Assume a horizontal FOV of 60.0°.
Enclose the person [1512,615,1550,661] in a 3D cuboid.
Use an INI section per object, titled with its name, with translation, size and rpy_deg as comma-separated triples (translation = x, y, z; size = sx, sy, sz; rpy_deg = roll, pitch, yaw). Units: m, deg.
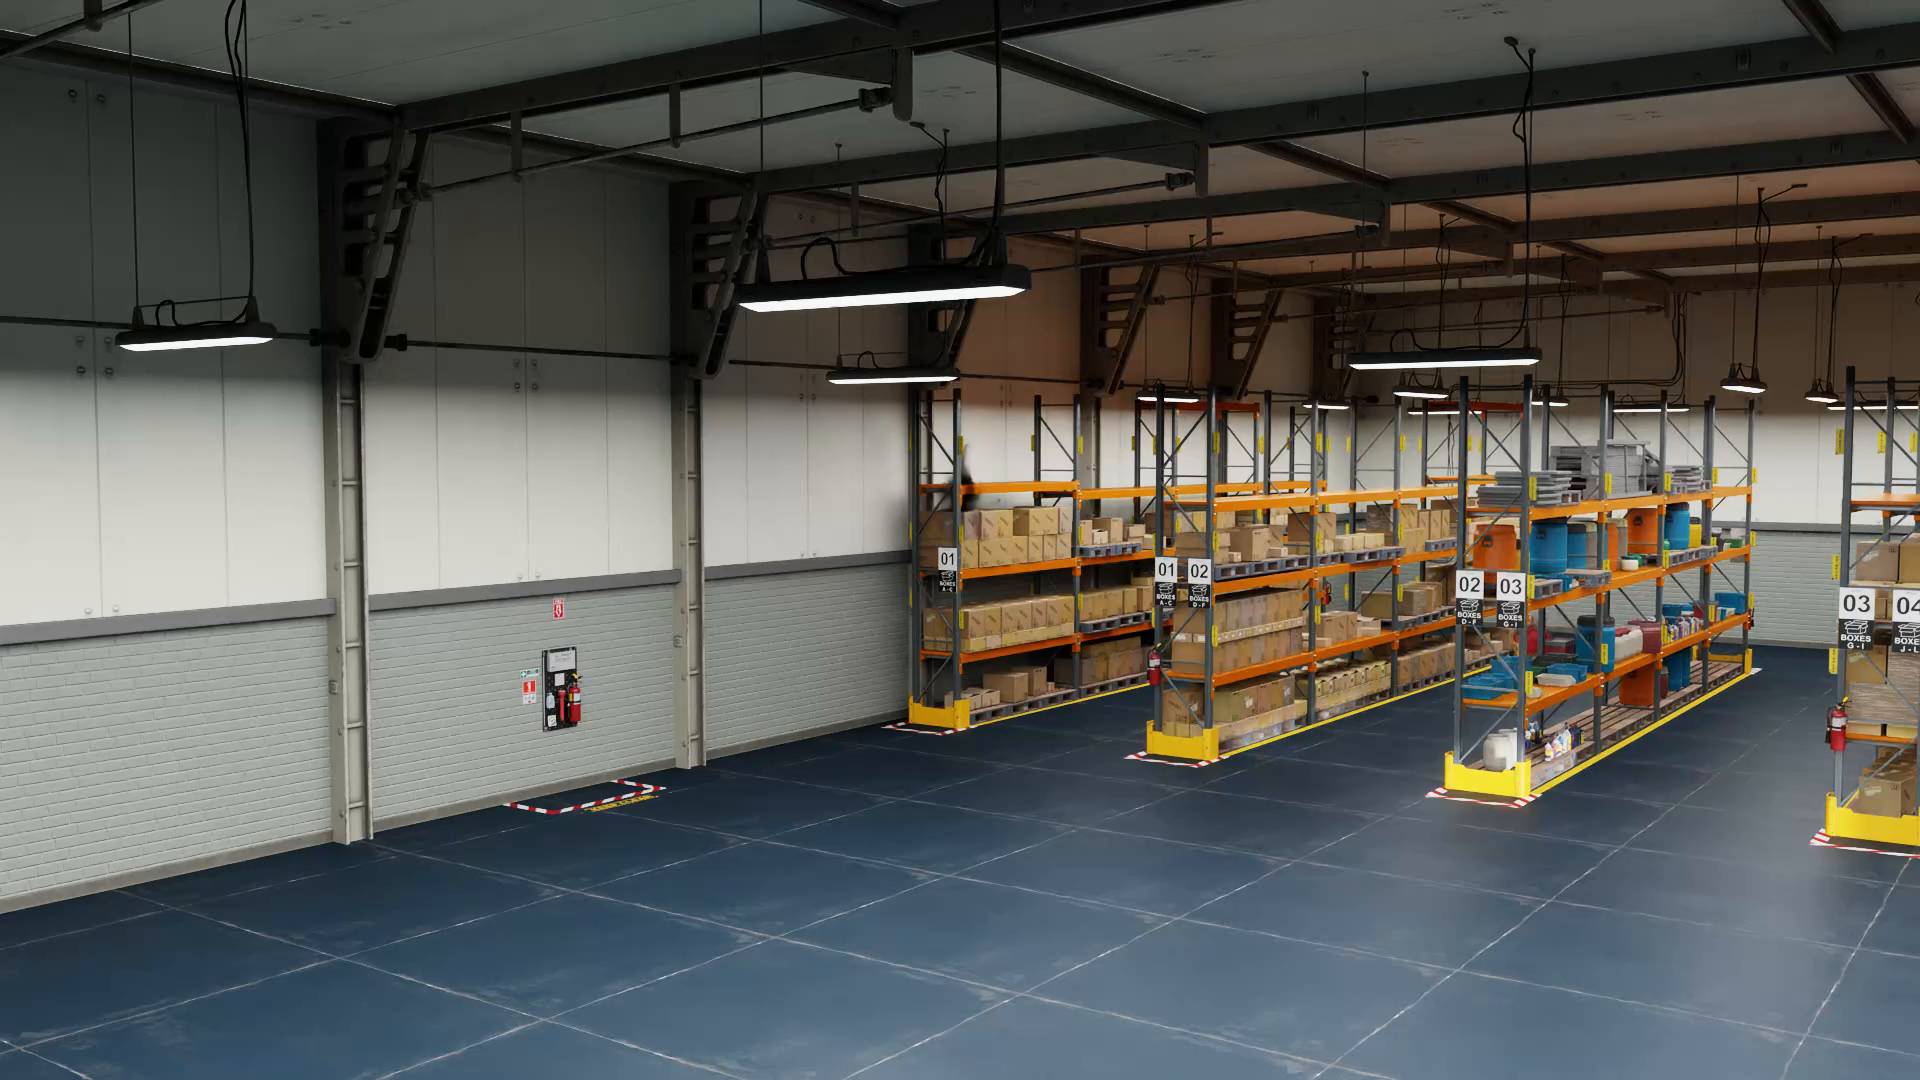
[person]
translation = 10.949, 2.332, 31.978
size = 0.641, 1.788, 0.853
rpy_deg = 3, 4, 39
